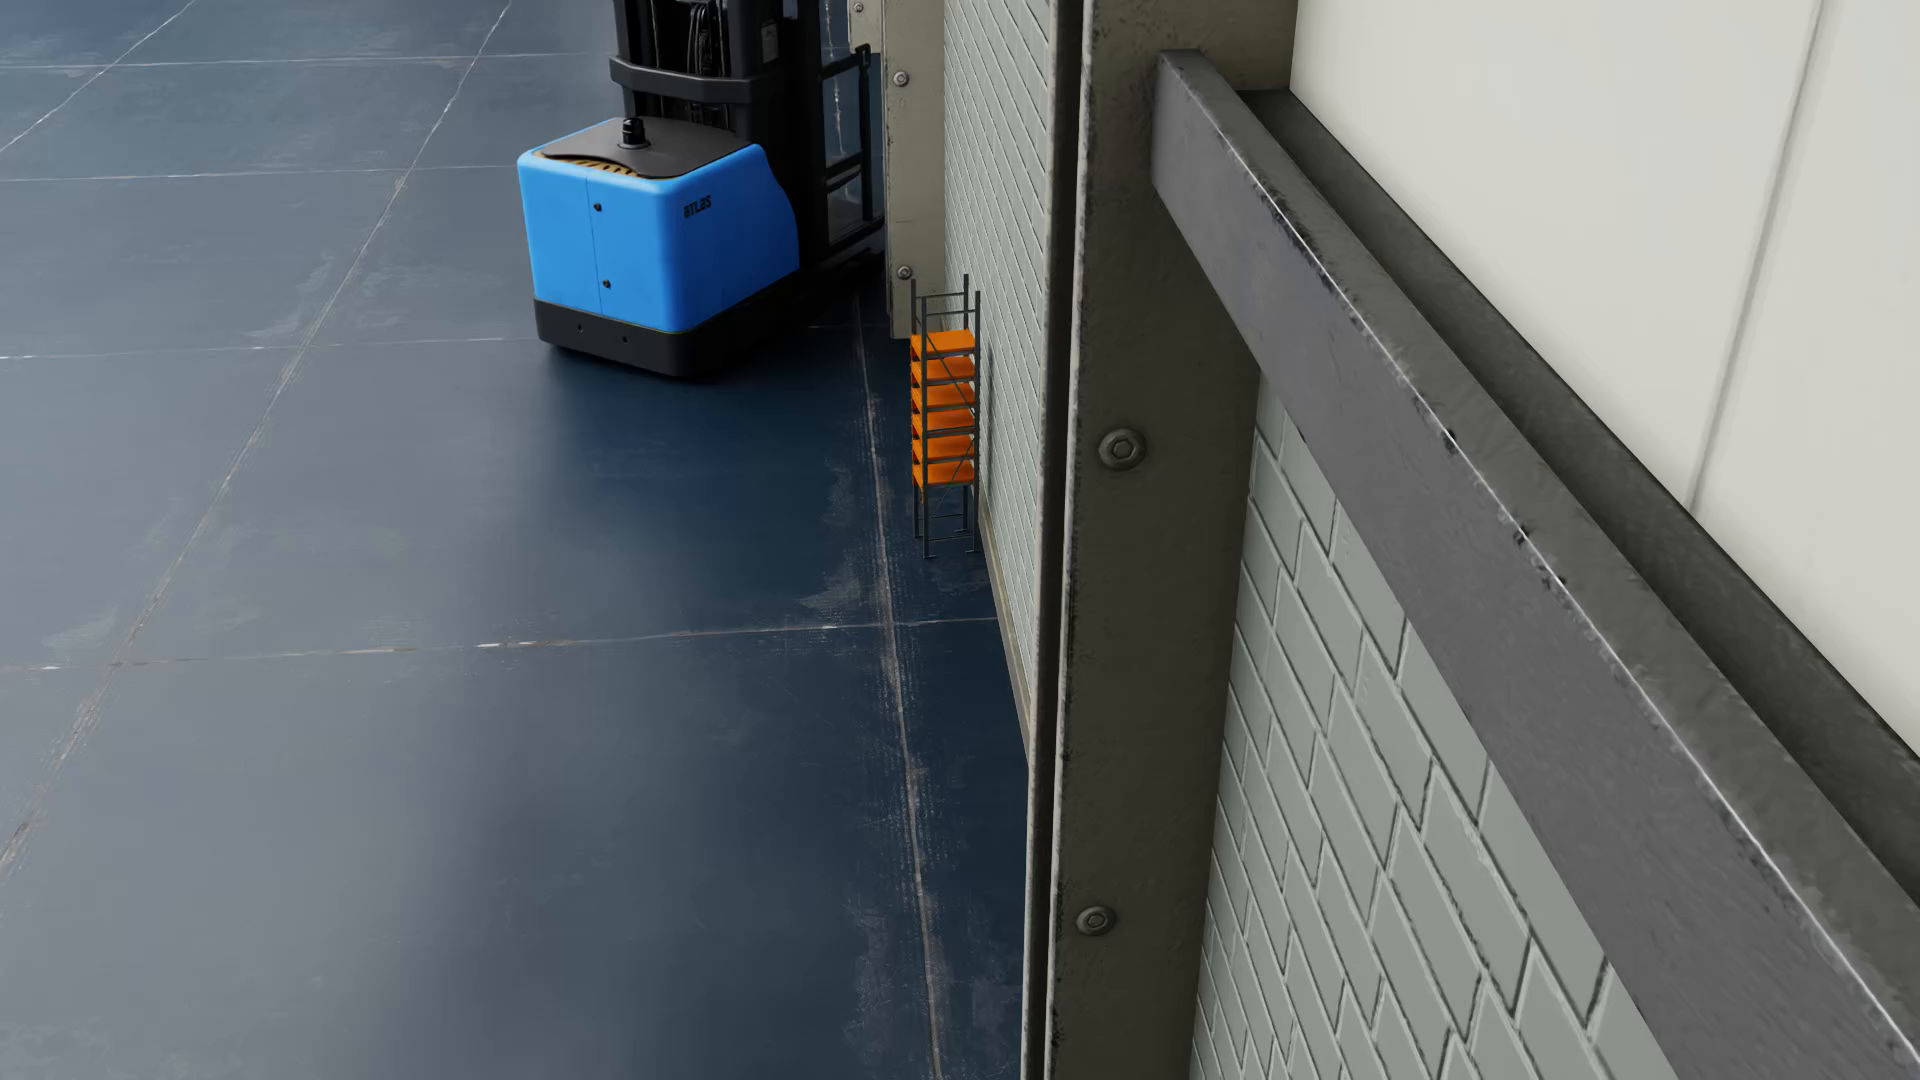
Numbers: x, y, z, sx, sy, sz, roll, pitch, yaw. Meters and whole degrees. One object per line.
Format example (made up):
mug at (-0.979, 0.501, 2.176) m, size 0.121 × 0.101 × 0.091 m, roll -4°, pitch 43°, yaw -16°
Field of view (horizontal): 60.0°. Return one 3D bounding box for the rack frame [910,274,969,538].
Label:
rack frame at (-0.083, -0.543, 6.988) m, size 0.240 × 1.200 × 0.006 m, roll -7°, pitch 32°, yaw -12°

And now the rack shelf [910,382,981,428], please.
rack shelf at (-0.060, -0.563, 6.874) m, size 0.258 × 0.103 × 0.180 m, roll -7°, pitch 32°, yaw -12°

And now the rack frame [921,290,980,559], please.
rack frame at (-0.037, -0.453, 6.836) m, size 0.240 × 1.200 × 0.006 m, roll -7°, pitch 32°, yaw -12°

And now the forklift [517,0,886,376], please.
forklift at (-1.096, -2.819, 9.112) m, size 1.130 × 2.935 × 3.031 m, roll 17°, pitch 35°, yaw 25°

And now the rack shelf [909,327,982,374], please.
rack shelf at (-0.060, -0.769, 6.751) m, size 0.258 × 0.103 × 0.180 m, roll -7°, pitch 32°, yaw -12°

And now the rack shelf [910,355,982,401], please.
rack shelf at (-0.060, -0.666, 6.812) m, size 0.258 × 0.103 × 0.180 m, roll -7°, pitch 32°, yaw -12°

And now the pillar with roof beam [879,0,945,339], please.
pillar with roof beam at (-4.529, -4.866, 6.622) m, size 9.100 × 9.000 × 0.400 m, roll -3°, pitch 31°, yaw -5°

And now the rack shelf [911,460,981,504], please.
rack shelf at (-0.061, -0.253, 7.057) m, size 0.258 × 0.103 × 0.180 m, roll -7°, pitch 32°, yaw -12°

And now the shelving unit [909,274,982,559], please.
shelving unit at (-0.060, -0.498, 6.912) m, size 0.258 × 1.200 × 0.189 m, roll -7°, pitch 32°, yaw -12°

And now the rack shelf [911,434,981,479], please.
rack shelf at (-0.061, -0.356, 6.996) m, size 0.258 × 0.103 × 0.180 m, roll -7°, pitch 32°, yaw -12°

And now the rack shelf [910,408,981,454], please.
rack shelf at (-0.060, -0.460, 6.935) m, size 0.258 × 0.103 × 0.180 m, roll -7°, pitch 32°, yaw -12°

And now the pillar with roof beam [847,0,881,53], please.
pillar with roof beam at (-5.089, -7.930, 11.750) m, size 9.100 × 9.000 × 0.400 m, roll -3°, pitch 31°, yaw -5°
